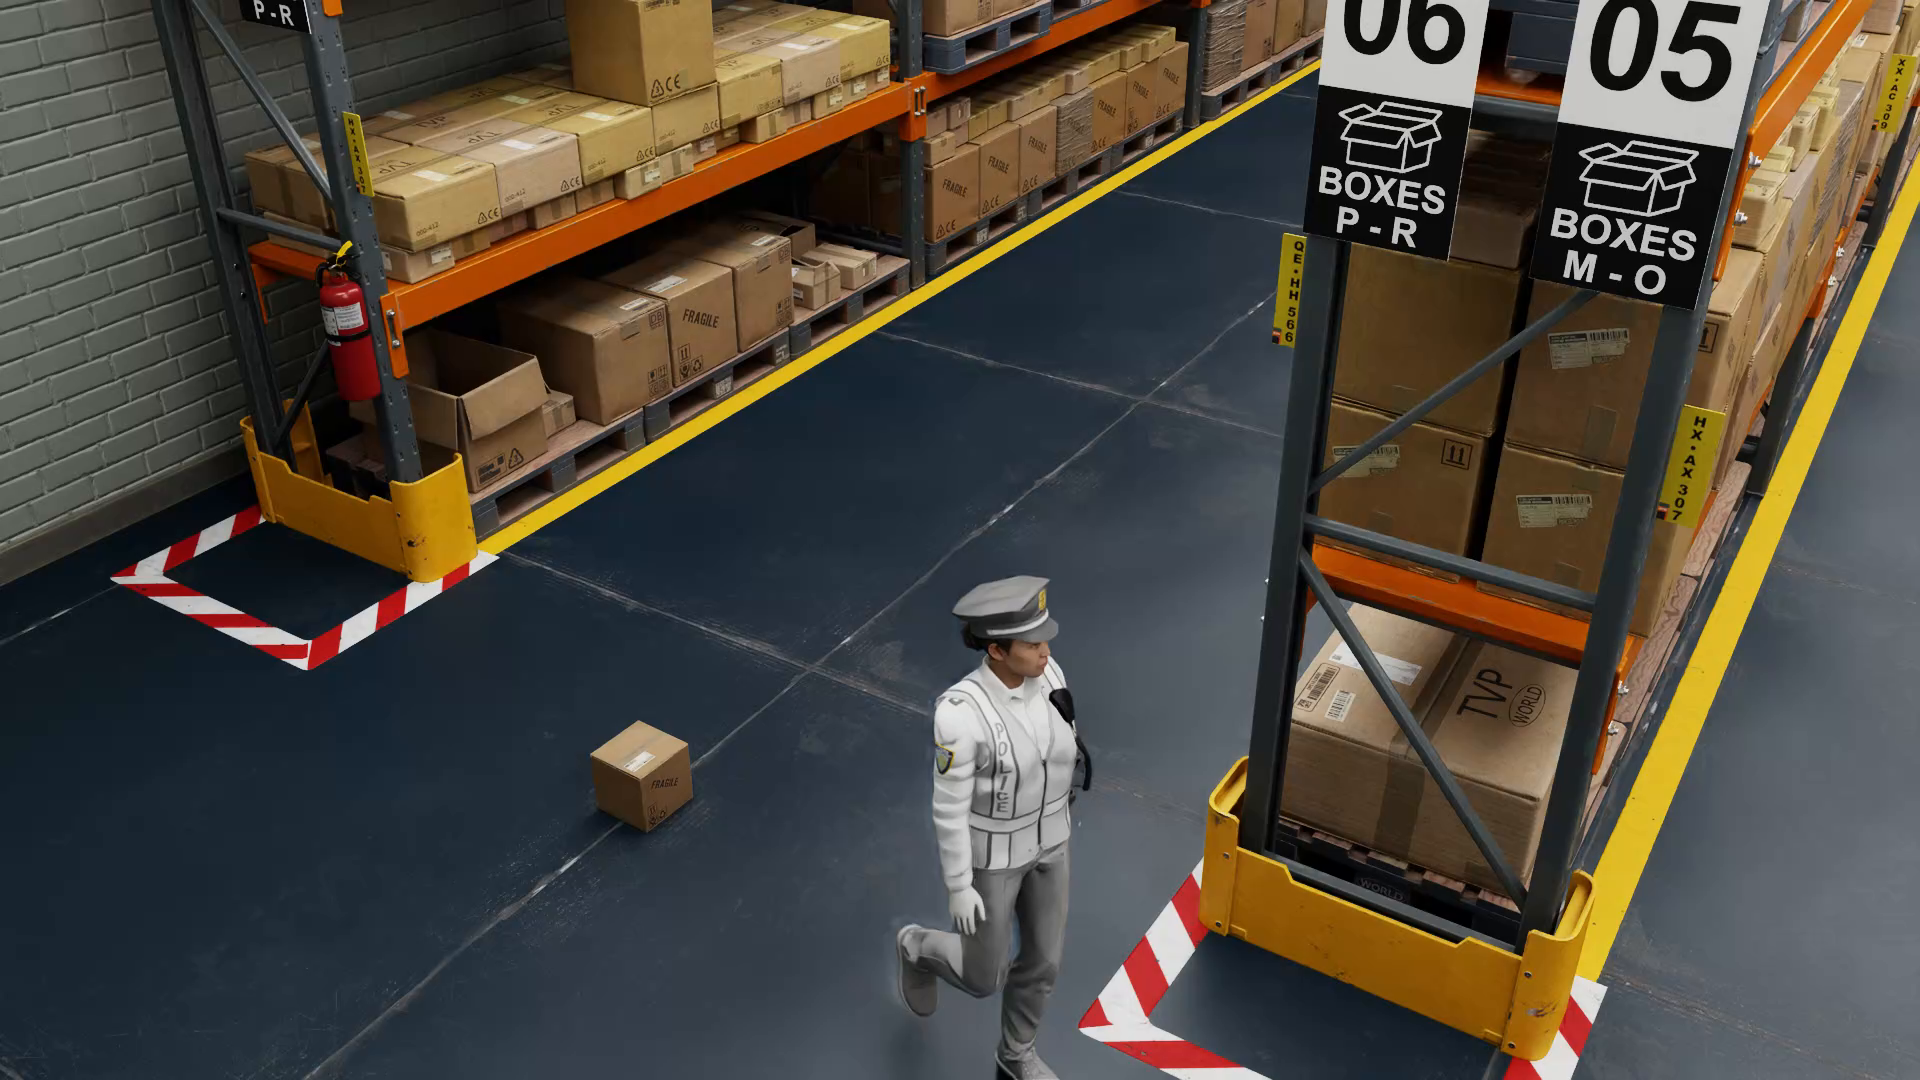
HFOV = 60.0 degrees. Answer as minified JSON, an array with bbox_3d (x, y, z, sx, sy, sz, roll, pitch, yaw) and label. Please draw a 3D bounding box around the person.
[{"bbox_3d":[0.105,0.829,4.672,0.506,1.666,0.656,-22,37,-33],"label":"person"}]
